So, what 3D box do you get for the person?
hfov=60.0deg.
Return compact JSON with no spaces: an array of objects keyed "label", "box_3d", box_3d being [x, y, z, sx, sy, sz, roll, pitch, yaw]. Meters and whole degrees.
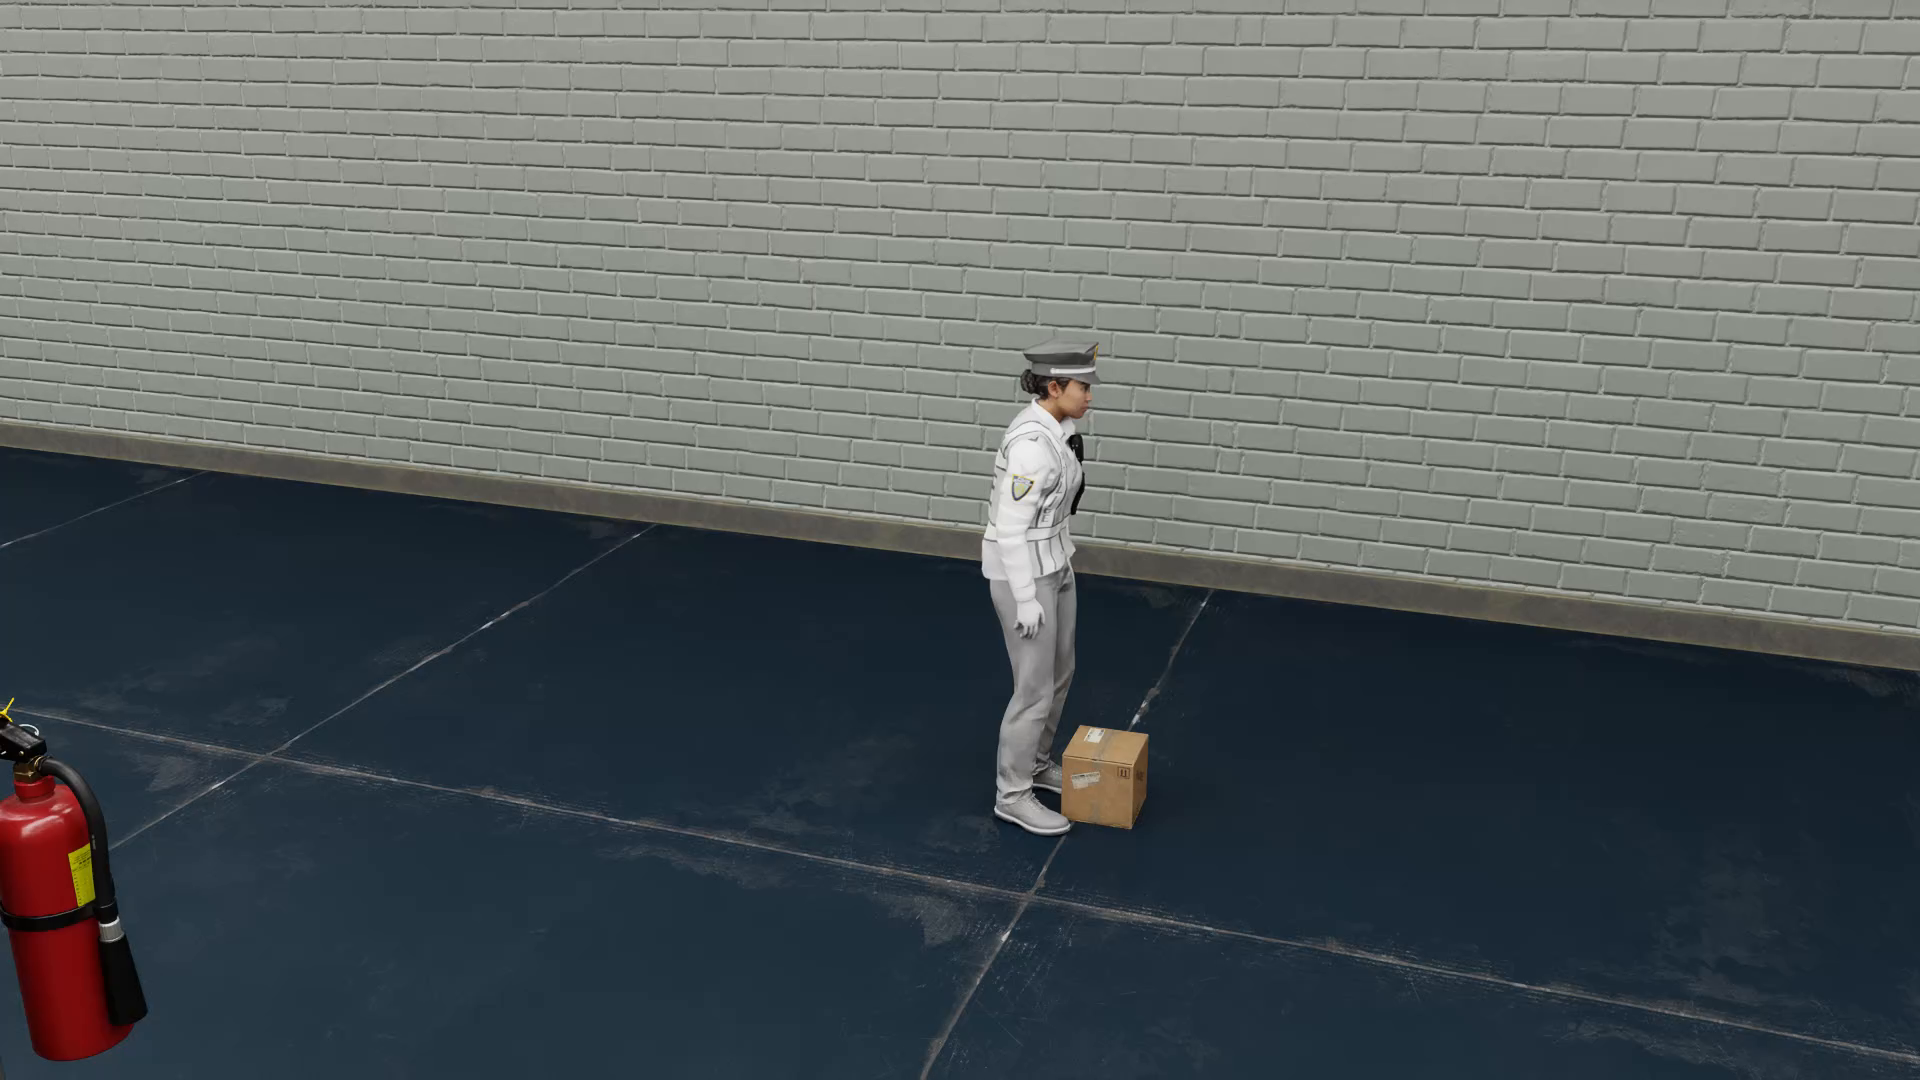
[{"label":"person","box_3d":[0.273,0.138,5.653,0.374,1.663,0.526,6,20,17]}]
